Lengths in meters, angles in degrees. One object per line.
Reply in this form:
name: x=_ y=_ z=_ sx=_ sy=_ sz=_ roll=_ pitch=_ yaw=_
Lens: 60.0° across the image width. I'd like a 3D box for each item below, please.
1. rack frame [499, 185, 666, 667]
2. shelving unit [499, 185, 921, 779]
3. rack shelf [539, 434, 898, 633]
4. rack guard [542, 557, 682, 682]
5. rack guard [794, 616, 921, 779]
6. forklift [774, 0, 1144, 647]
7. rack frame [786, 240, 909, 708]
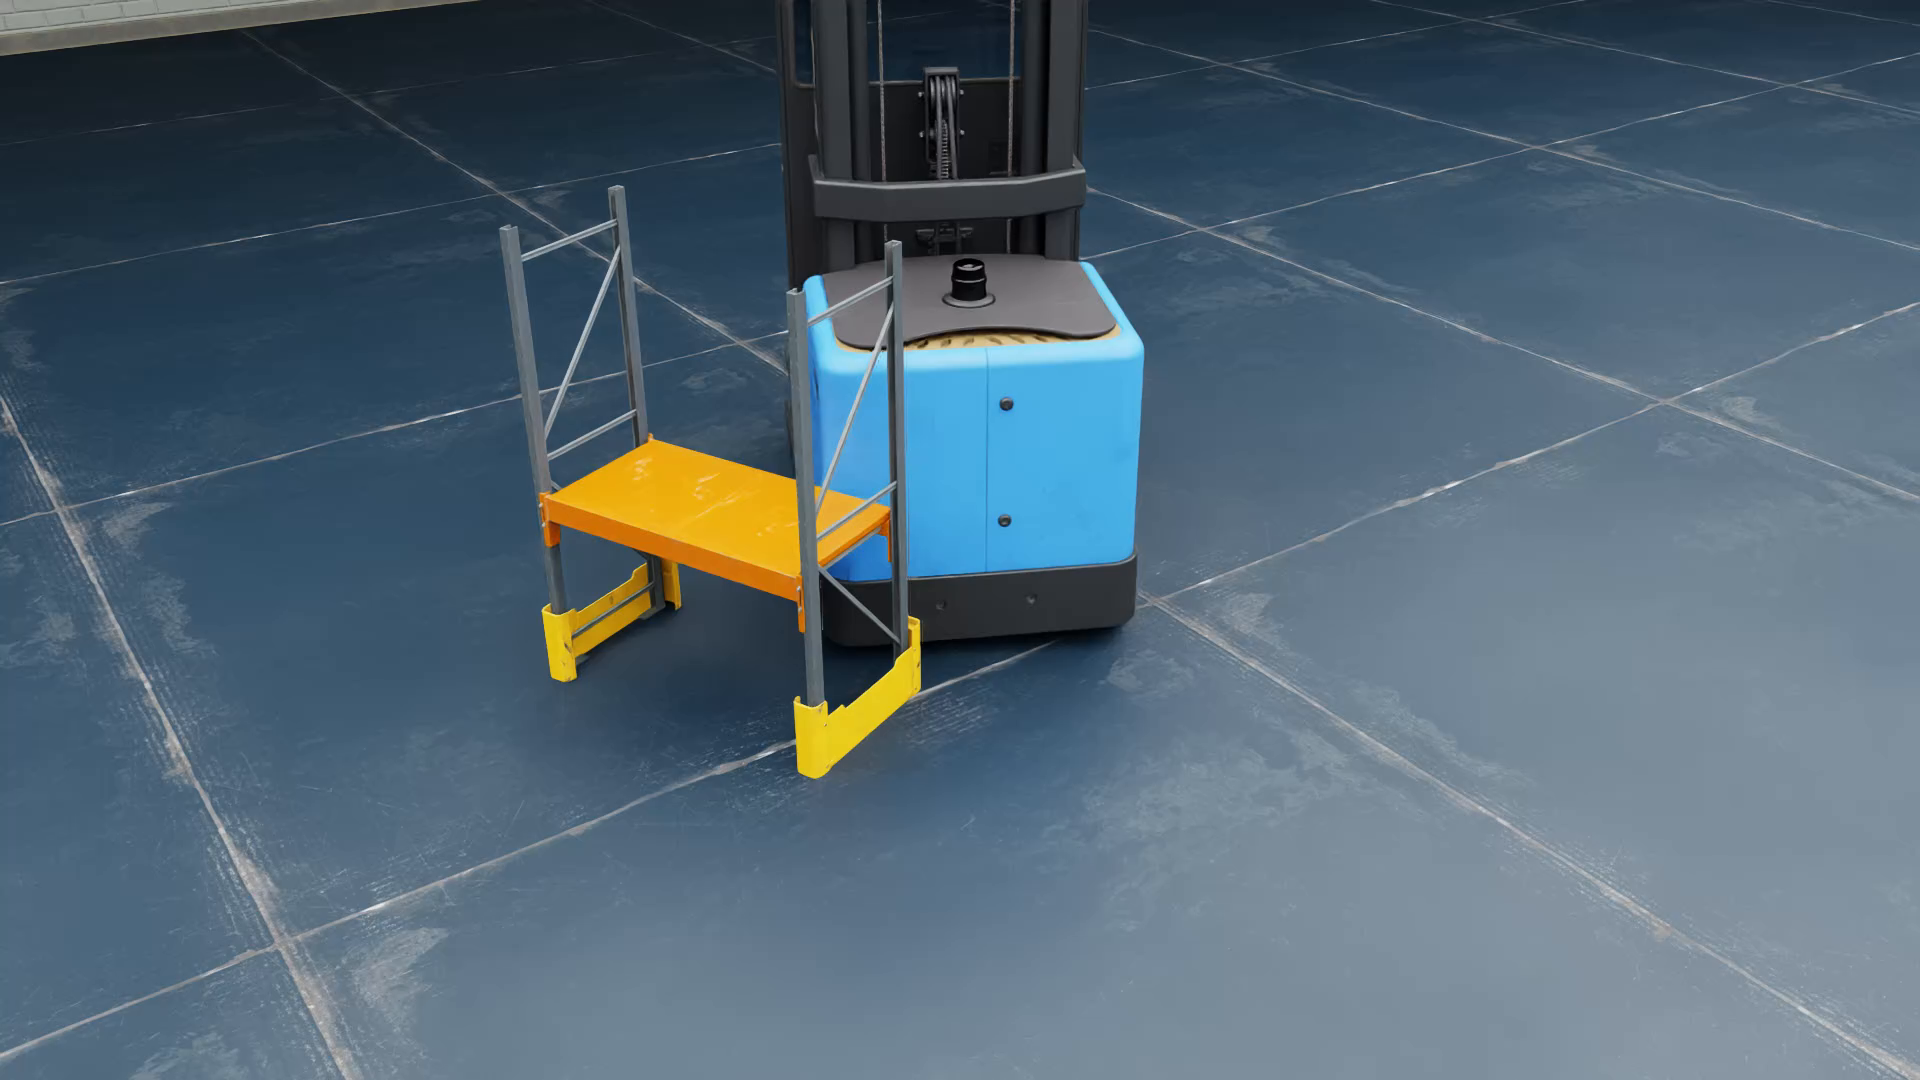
rack frame: x=-1.173 y=-0.328 z=5.282 sx=0.032 sy=1.500 sz=0.500 roll=16 pitch=32 yaw=27
shelving unit: x=-0.731 y=-0.199 z=5.046 sx=1.083 sy=1.500 sz=0.587 roll=16 pitch=32 yaw=27
rack shelf: x=-0.739 y=-0.044 z=5.136 sx=1.000 sy=0.185 sz=0.538 roll=16 pitch=32 yaw=27
rack guard: x=-1.156 y=0.226 z=5.572 sx=0.087 sy=0.250 sz=0.587 roll=16 pitch=32 yaw=27
rack guard: x=-0.306 y=0.474 z=5.116 sx=0.087 sy=0.250 sz=0.587 roll=16 pitch=32 yaw=27
forklift: x=-0.136 y=-1.618 z=6.159 sx=1.130 sy=2.935 sz=3.031 roll=-4 pitch=29 yaw=-7
rack frame: x=-0.305 y=-0.075 z=4.817 sx=0.032 sy=1.500 sz=0.500 roll=16 pitch=32 yaw=27
